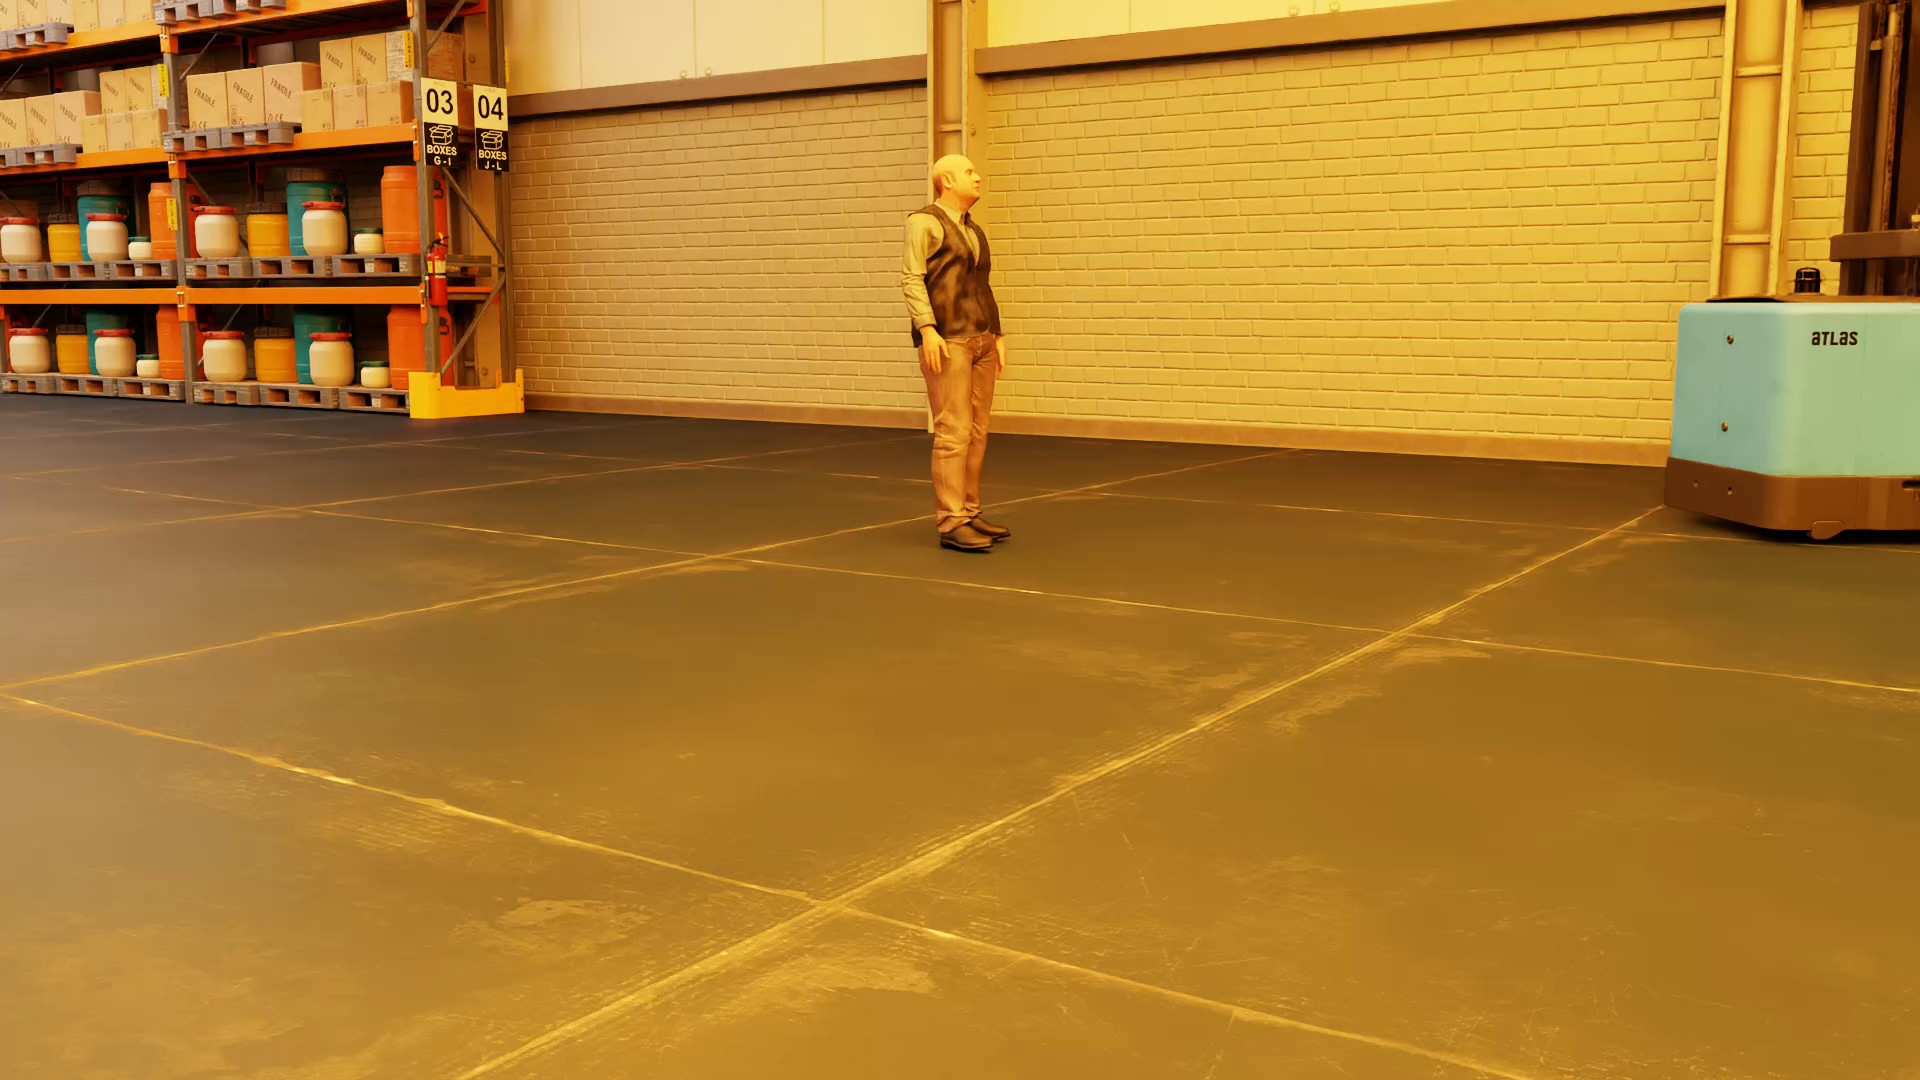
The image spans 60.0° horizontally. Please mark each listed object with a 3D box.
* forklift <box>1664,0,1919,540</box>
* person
[{"bbox_3d":[5.075,-1.512,7.822,3.031,2.935,1.130,-1,8,-5],"label":"forklift"},{"bbox_3d":[0.047,-0.854,7.441,0.568,1.720,0.632,5,10,34],"label":"person"}]
